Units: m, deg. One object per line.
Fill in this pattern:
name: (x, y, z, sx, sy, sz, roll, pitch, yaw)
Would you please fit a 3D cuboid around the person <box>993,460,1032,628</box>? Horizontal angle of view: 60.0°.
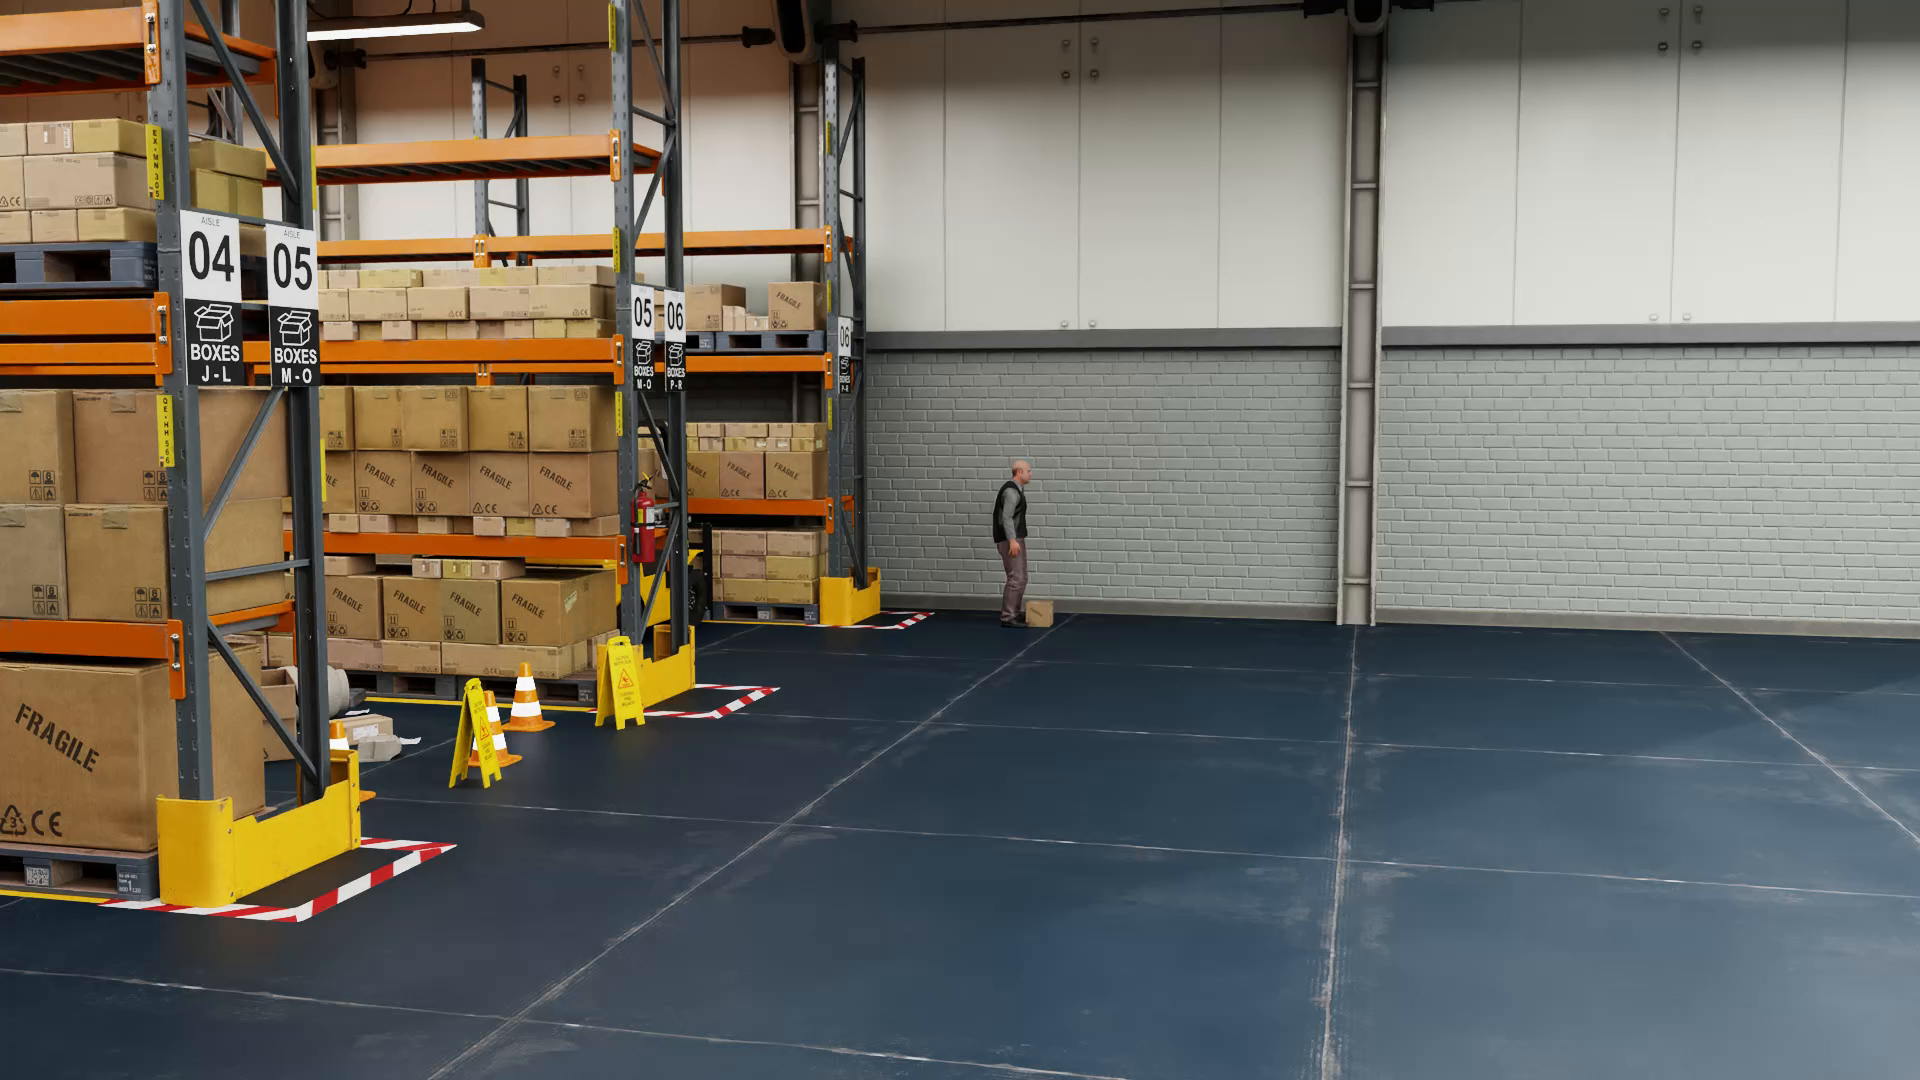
person: (0.550, 0.029, 17.320, 0.421, 1.719, 0.583, 1, 5, 11)
